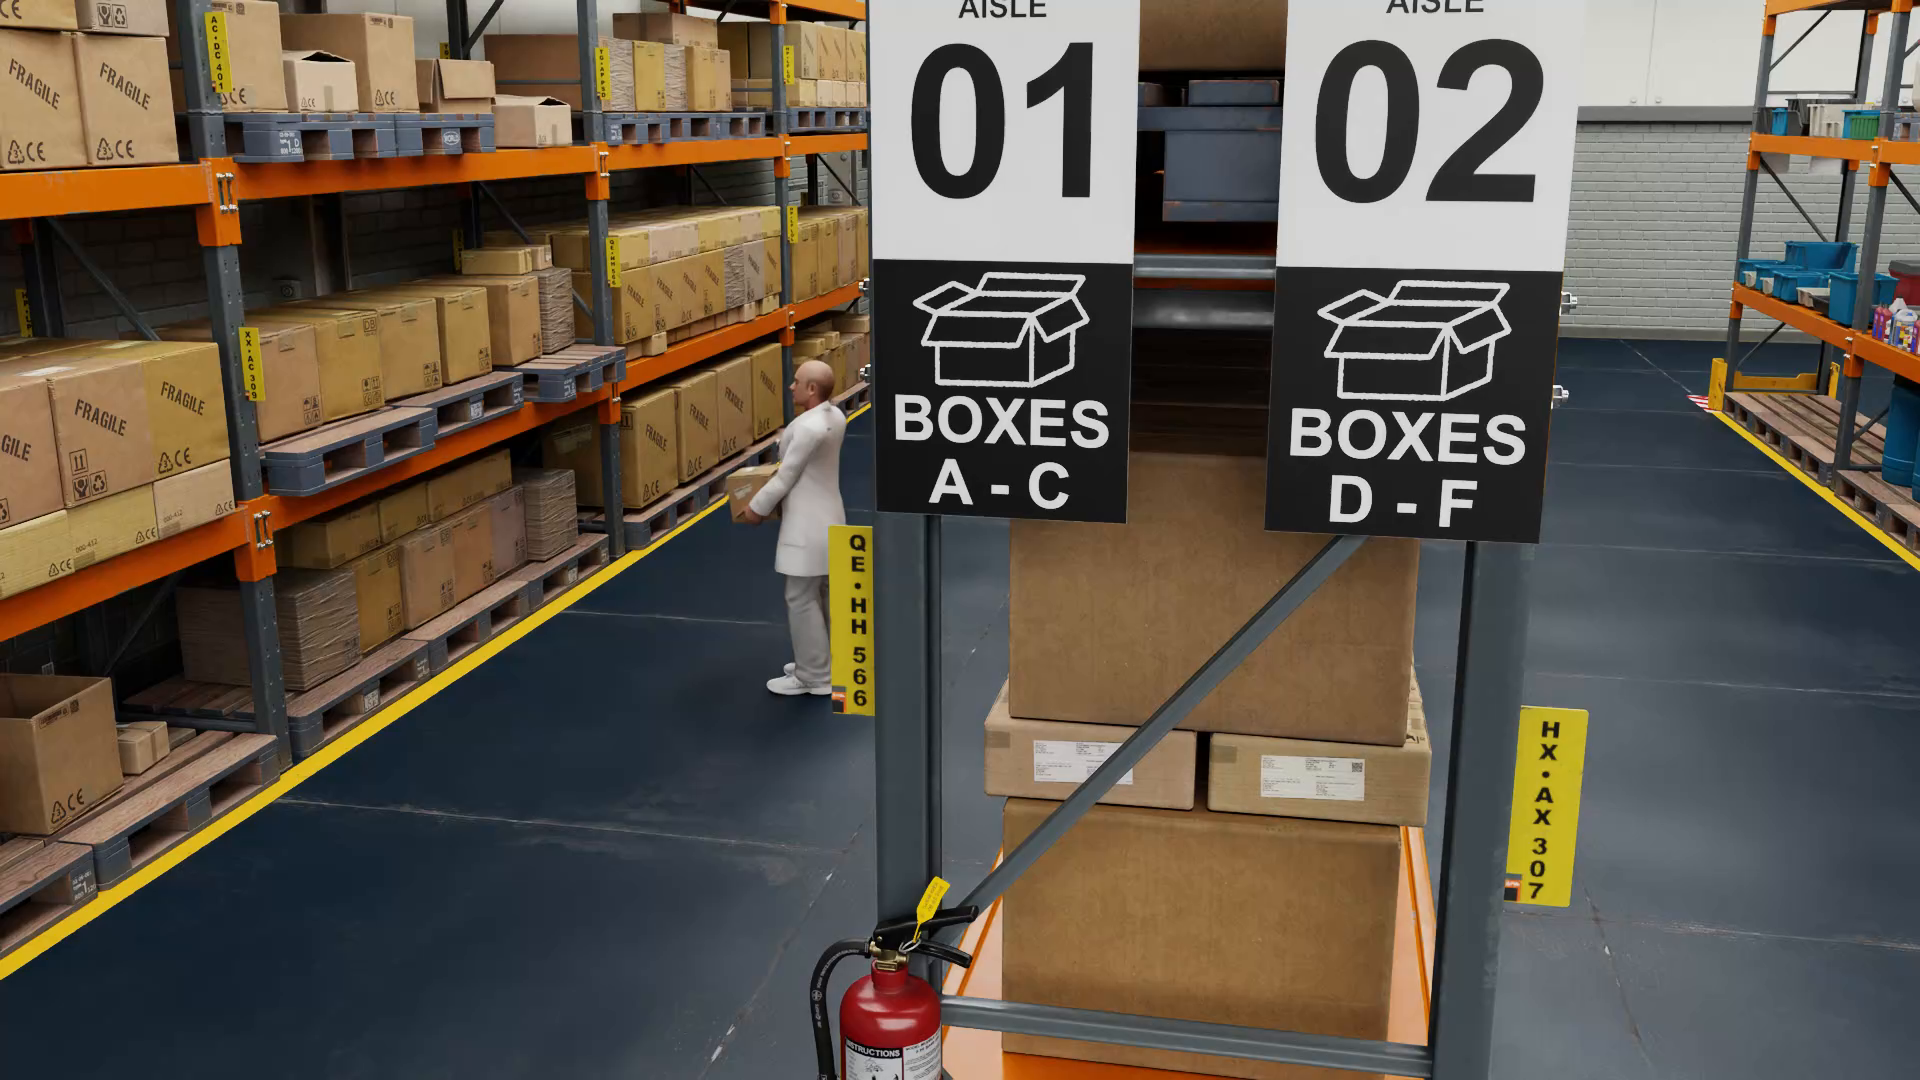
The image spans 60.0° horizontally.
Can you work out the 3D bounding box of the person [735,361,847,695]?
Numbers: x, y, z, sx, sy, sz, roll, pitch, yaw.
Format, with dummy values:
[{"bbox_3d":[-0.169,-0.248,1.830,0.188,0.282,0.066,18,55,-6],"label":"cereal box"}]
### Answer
[{"bbox_3d":[-0.892,-0.073,8.829,0.543,1.778,0.525,3,15,11],"label":"person"}]
